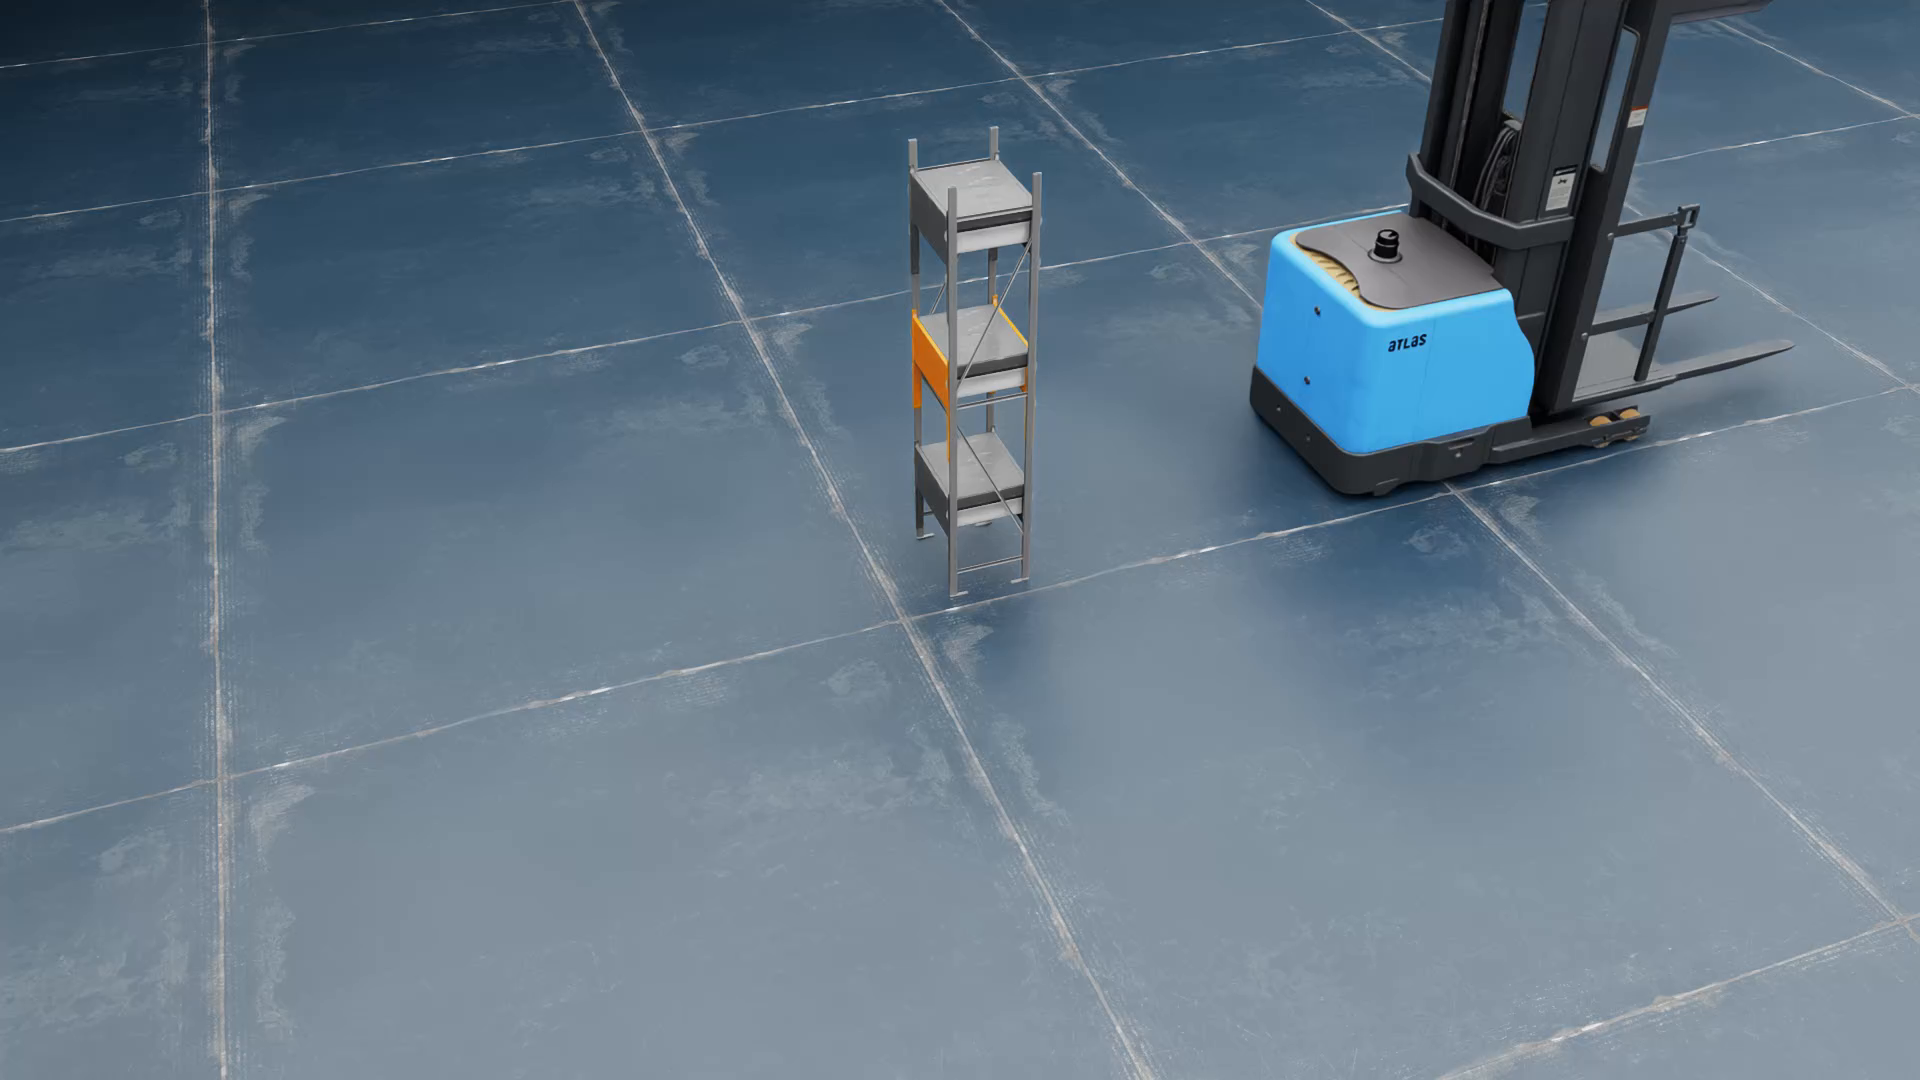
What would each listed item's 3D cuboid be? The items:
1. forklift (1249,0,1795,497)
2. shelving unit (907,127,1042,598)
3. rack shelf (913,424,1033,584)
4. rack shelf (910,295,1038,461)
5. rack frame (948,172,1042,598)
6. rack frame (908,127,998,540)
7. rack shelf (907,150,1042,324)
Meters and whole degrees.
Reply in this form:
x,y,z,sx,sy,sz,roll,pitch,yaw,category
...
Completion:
x,y,z,sx,sy,sz,roll,pitch,yaw,category
3.161,-1.947,8.399,3.031,2.935,1.130,-13,39,-17,forklift
0.057,-0.745,7.494,0.431,2.100,0.503,-12,39,-16,shelving unit
0.057,-0.175,7.923,0.431,0.518,0.480,-12,39,-16,rack shelf
0.057,-0.734,7.502,0.431,0.518,0.480,-12,39,-16,rack shelf
0.141,-0.607,7.311,0.400,2.100,0.015,-12,39,-16,rack frame
-0.027,-0.883,7.677,0.400,2.100,0.015,-12,39,-16,rack frame
0.057,-1.293,7.081,0.431,0.518,0.480,-12,39,-16,rack shelf
